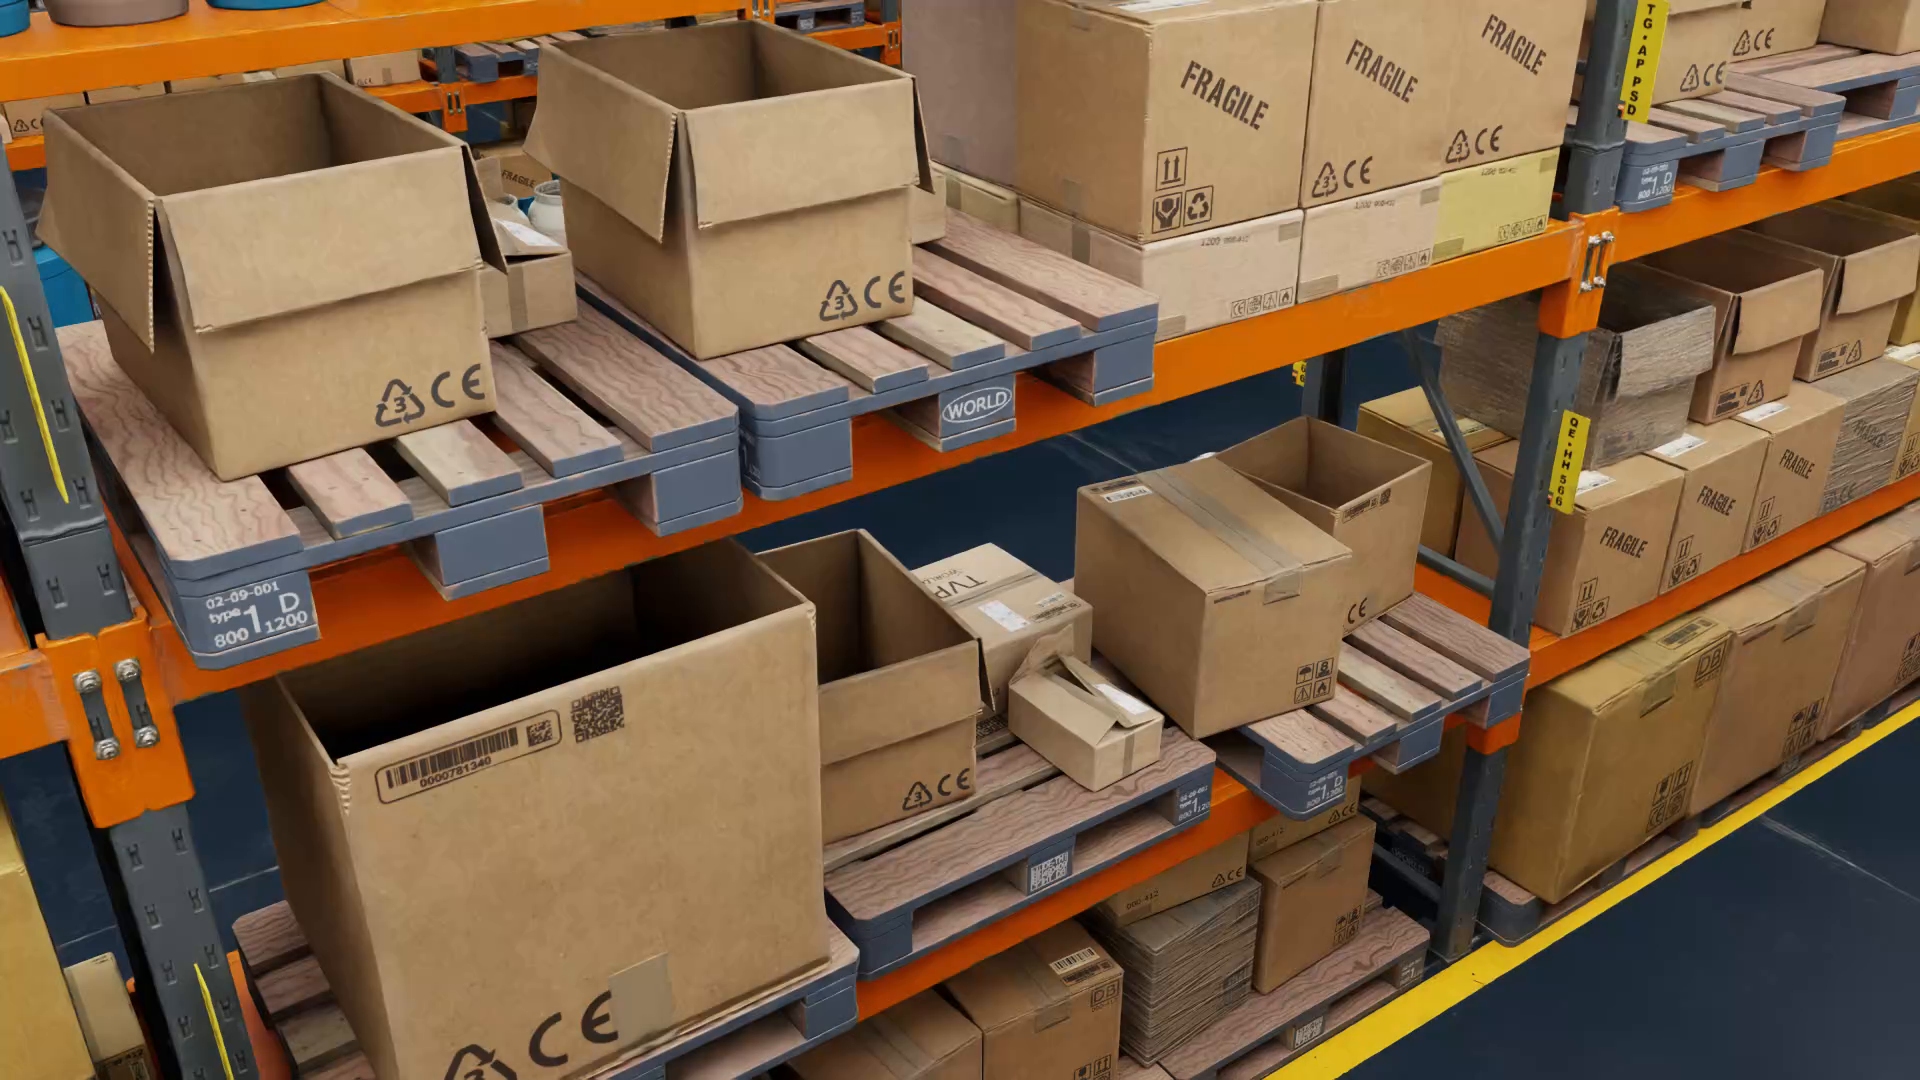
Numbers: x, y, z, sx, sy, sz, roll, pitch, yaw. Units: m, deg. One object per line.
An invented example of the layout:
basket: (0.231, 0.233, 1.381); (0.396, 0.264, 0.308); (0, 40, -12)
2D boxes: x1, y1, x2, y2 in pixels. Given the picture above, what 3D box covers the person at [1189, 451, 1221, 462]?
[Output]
person: (1.156, 0.096, 7.707); (0.958, 1.039, 0.522); (-20, 34, -33)
